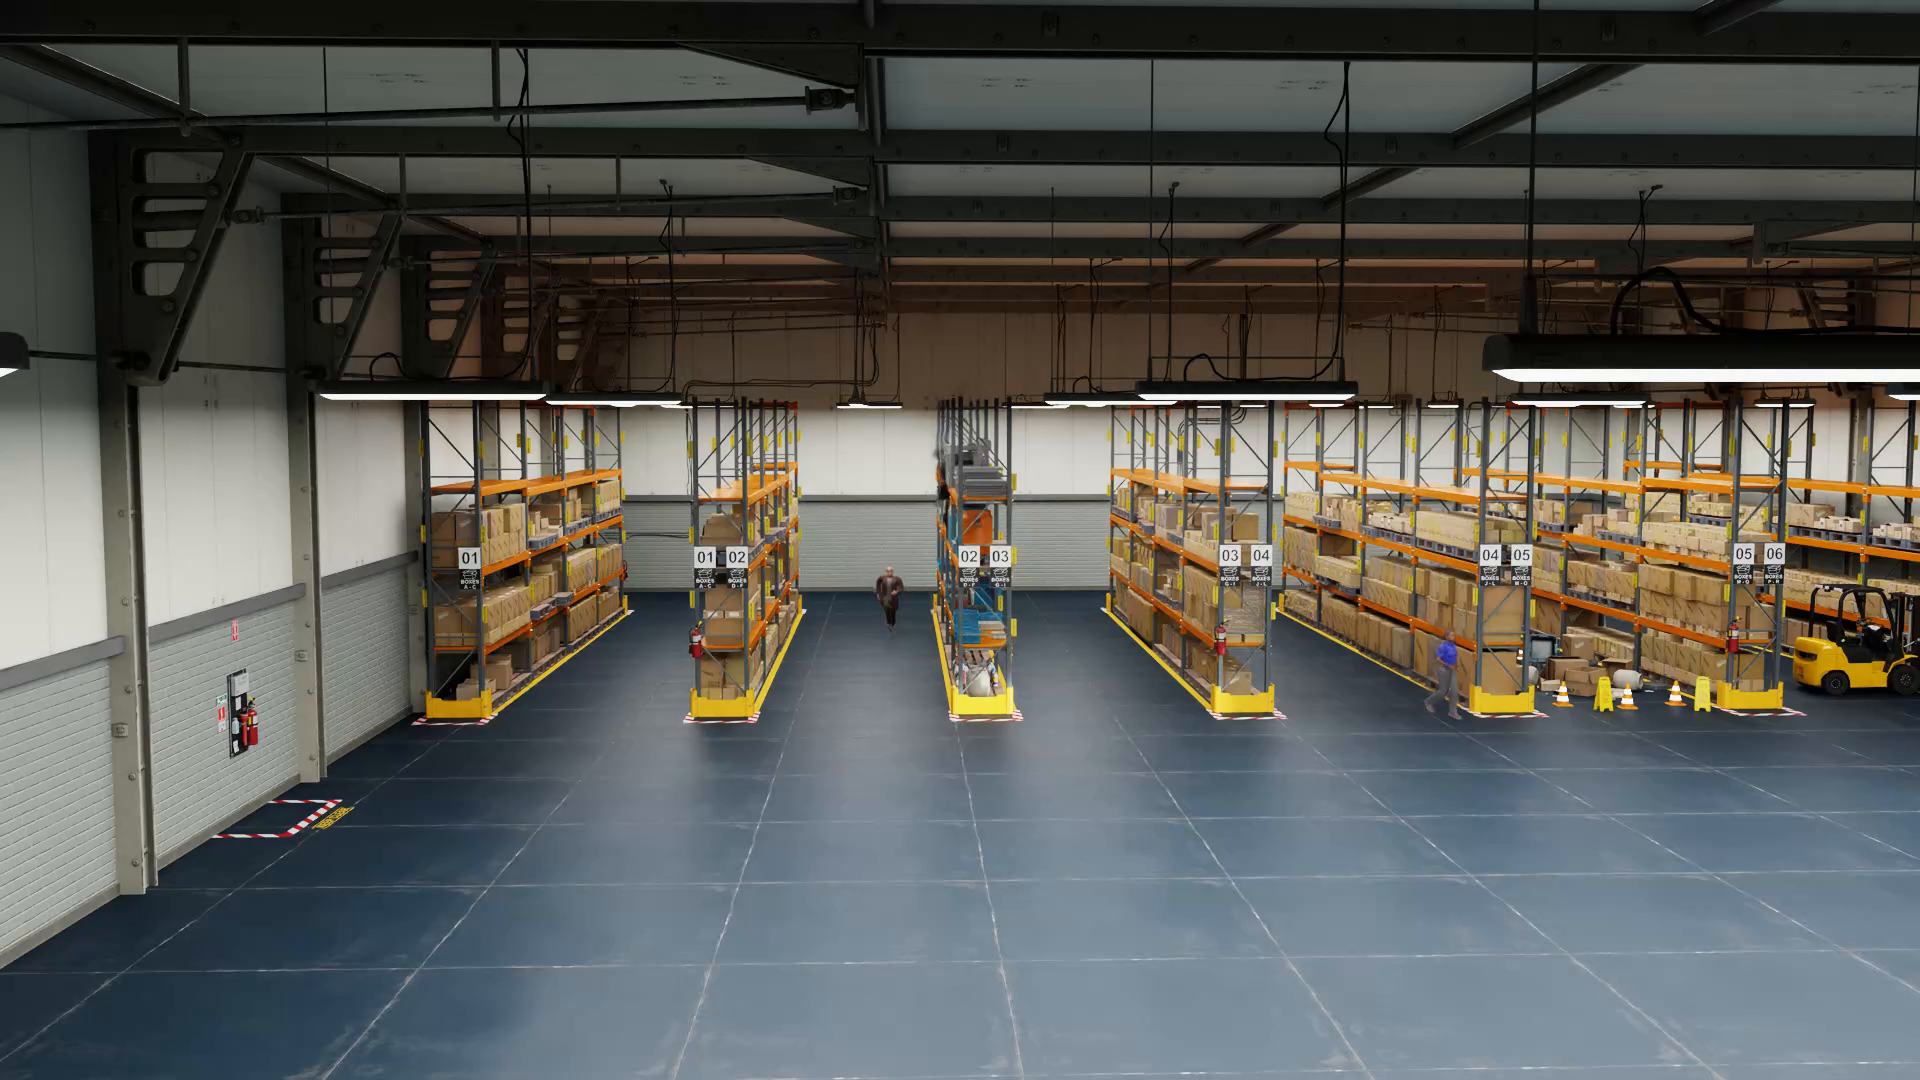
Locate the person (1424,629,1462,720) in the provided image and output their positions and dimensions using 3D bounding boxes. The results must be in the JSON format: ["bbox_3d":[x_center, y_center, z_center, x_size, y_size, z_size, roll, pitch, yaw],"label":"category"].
[{"bbox_3d":[9.110,2.502,31.204,0.600,1.671,0.774,-3,6,-38],"label":"person"}]

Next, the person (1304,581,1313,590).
[{"bbox_3d":[10.311,1.076,49.033,0.695,1.767,0.776,-4,6,-42],"label":"person"}]

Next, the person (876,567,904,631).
[{"bbox_3d":[-1.784,1.522,42.394,0.728,1.710,1.112,0,4,1],"label":"person"}]

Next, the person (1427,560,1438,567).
[{"bbox_3d":[14.044,1.069,49.299,0.720,1.752,0.706,1,5,14],"label":"person"}]
